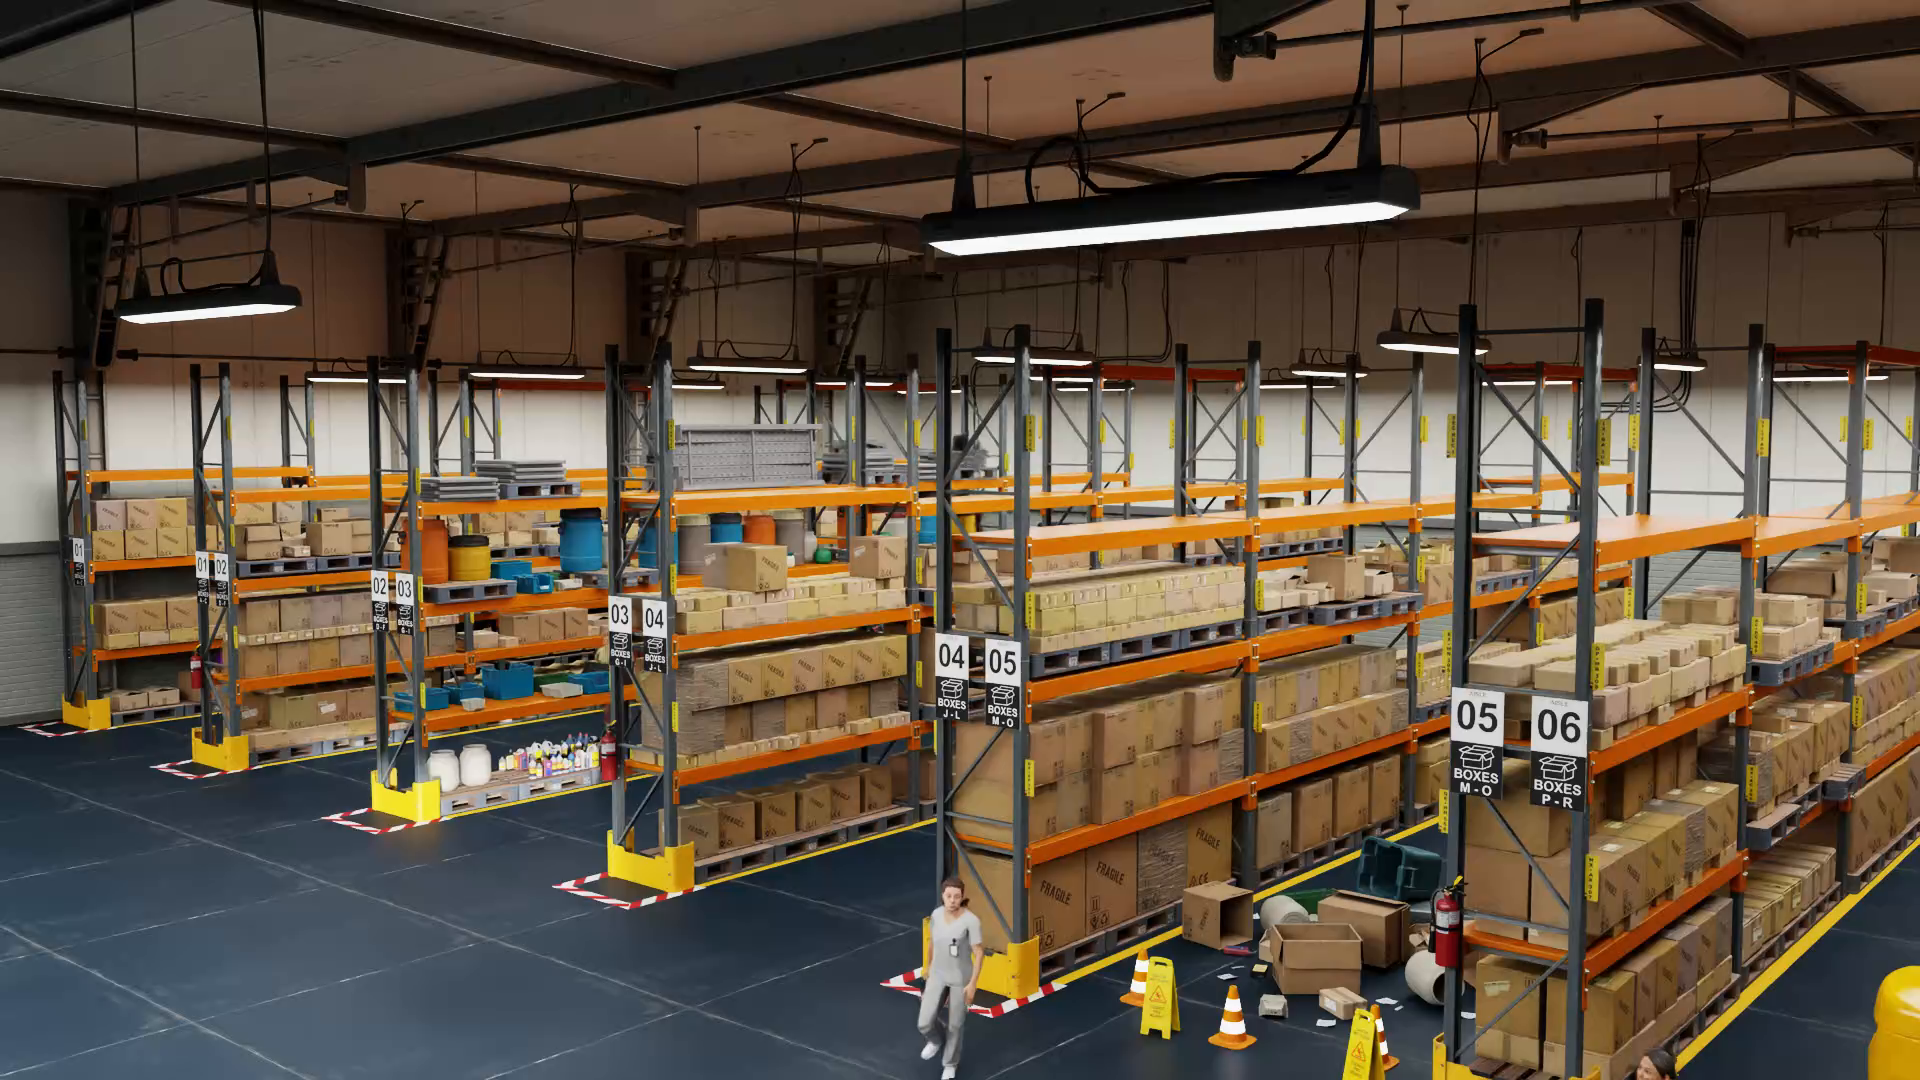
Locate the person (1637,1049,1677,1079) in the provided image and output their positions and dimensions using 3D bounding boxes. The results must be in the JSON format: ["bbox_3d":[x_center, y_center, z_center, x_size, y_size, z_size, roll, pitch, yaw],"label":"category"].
[{"bbox_3d":[4.093,3.694,9.714,0.668,1.593,0.702,-2,5,-29],"label":"person"}]

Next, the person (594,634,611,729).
[{"bbox_3d":[-5.859,2.354,27.943,0.580,1.609,0.557,1,4,17],"label":"person"}]

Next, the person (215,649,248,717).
[{"bbox_3d":[-11.815,2.347,26.991,0.727,1.706,0.784,0,4,-1],"label":"person"}]

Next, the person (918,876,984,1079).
[{"bbox_3d":[-0.065,3.412,12.962,0.567,1.643,0.547,1,4,16],"label":"person"}]
